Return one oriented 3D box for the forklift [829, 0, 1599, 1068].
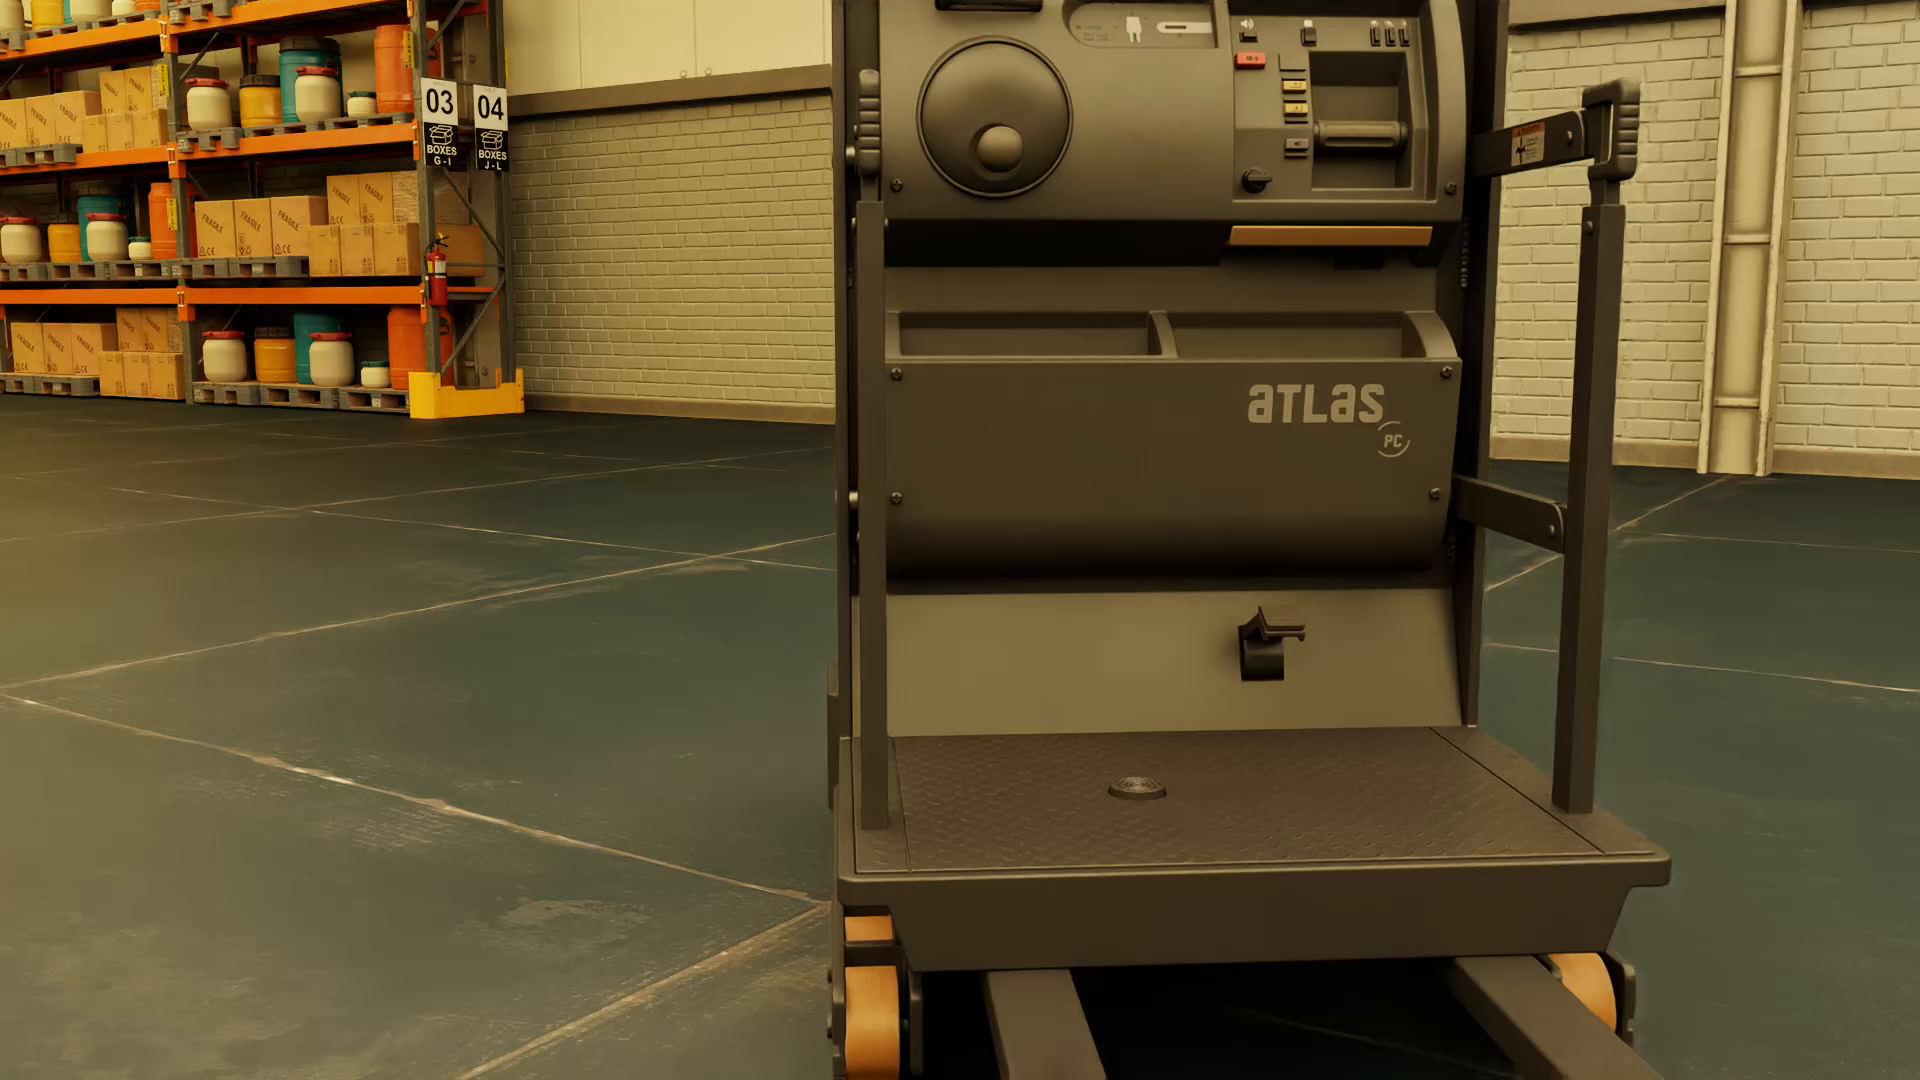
[{"bbox_3d":[0.296,-0.857,3.219,1.130,2.935,3.031,-1,8,-4],"label":"forklift"}]
